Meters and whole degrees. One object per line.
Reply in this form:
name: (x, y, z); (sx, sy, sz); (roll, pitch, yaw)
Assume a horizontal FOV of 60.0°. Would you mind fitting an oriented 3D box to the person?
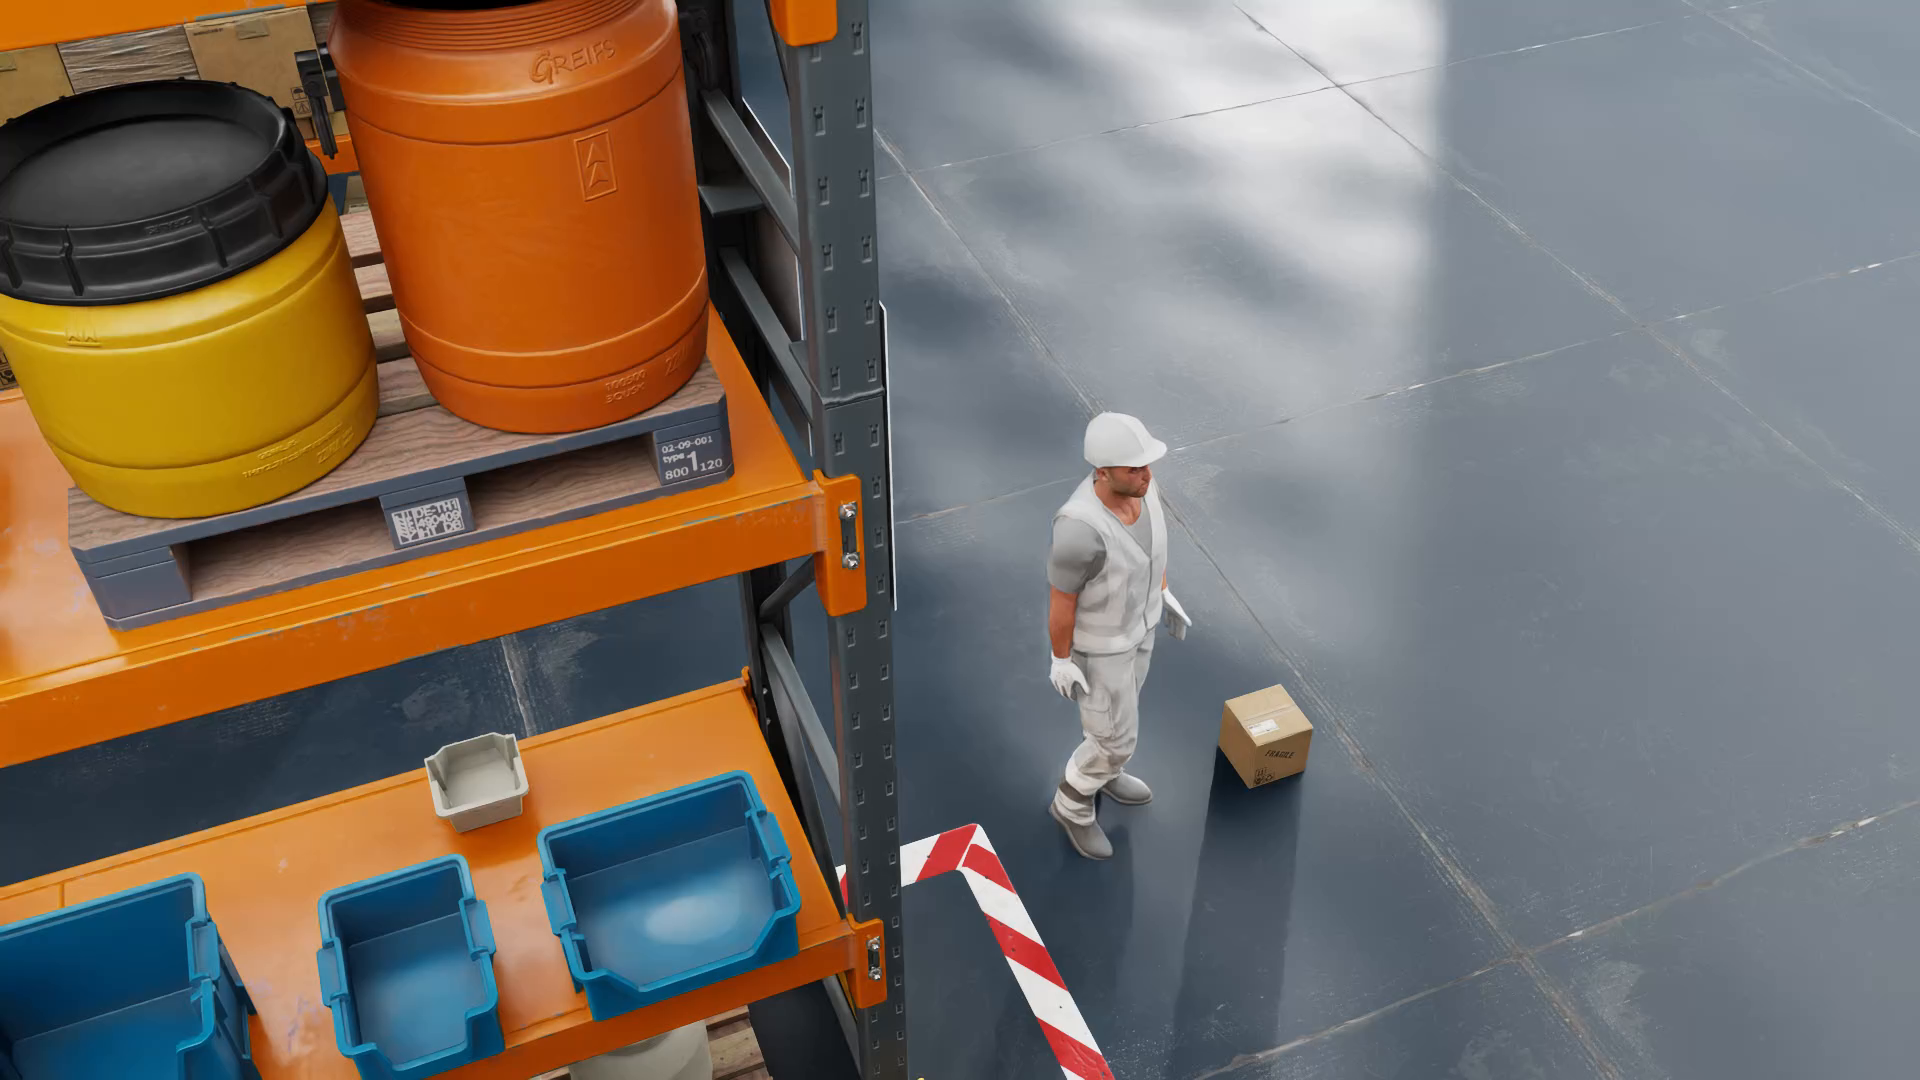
person: (0.539, 0.329, 5.769); (0.393, 1.823, 0.554); (25, 47, 26)
